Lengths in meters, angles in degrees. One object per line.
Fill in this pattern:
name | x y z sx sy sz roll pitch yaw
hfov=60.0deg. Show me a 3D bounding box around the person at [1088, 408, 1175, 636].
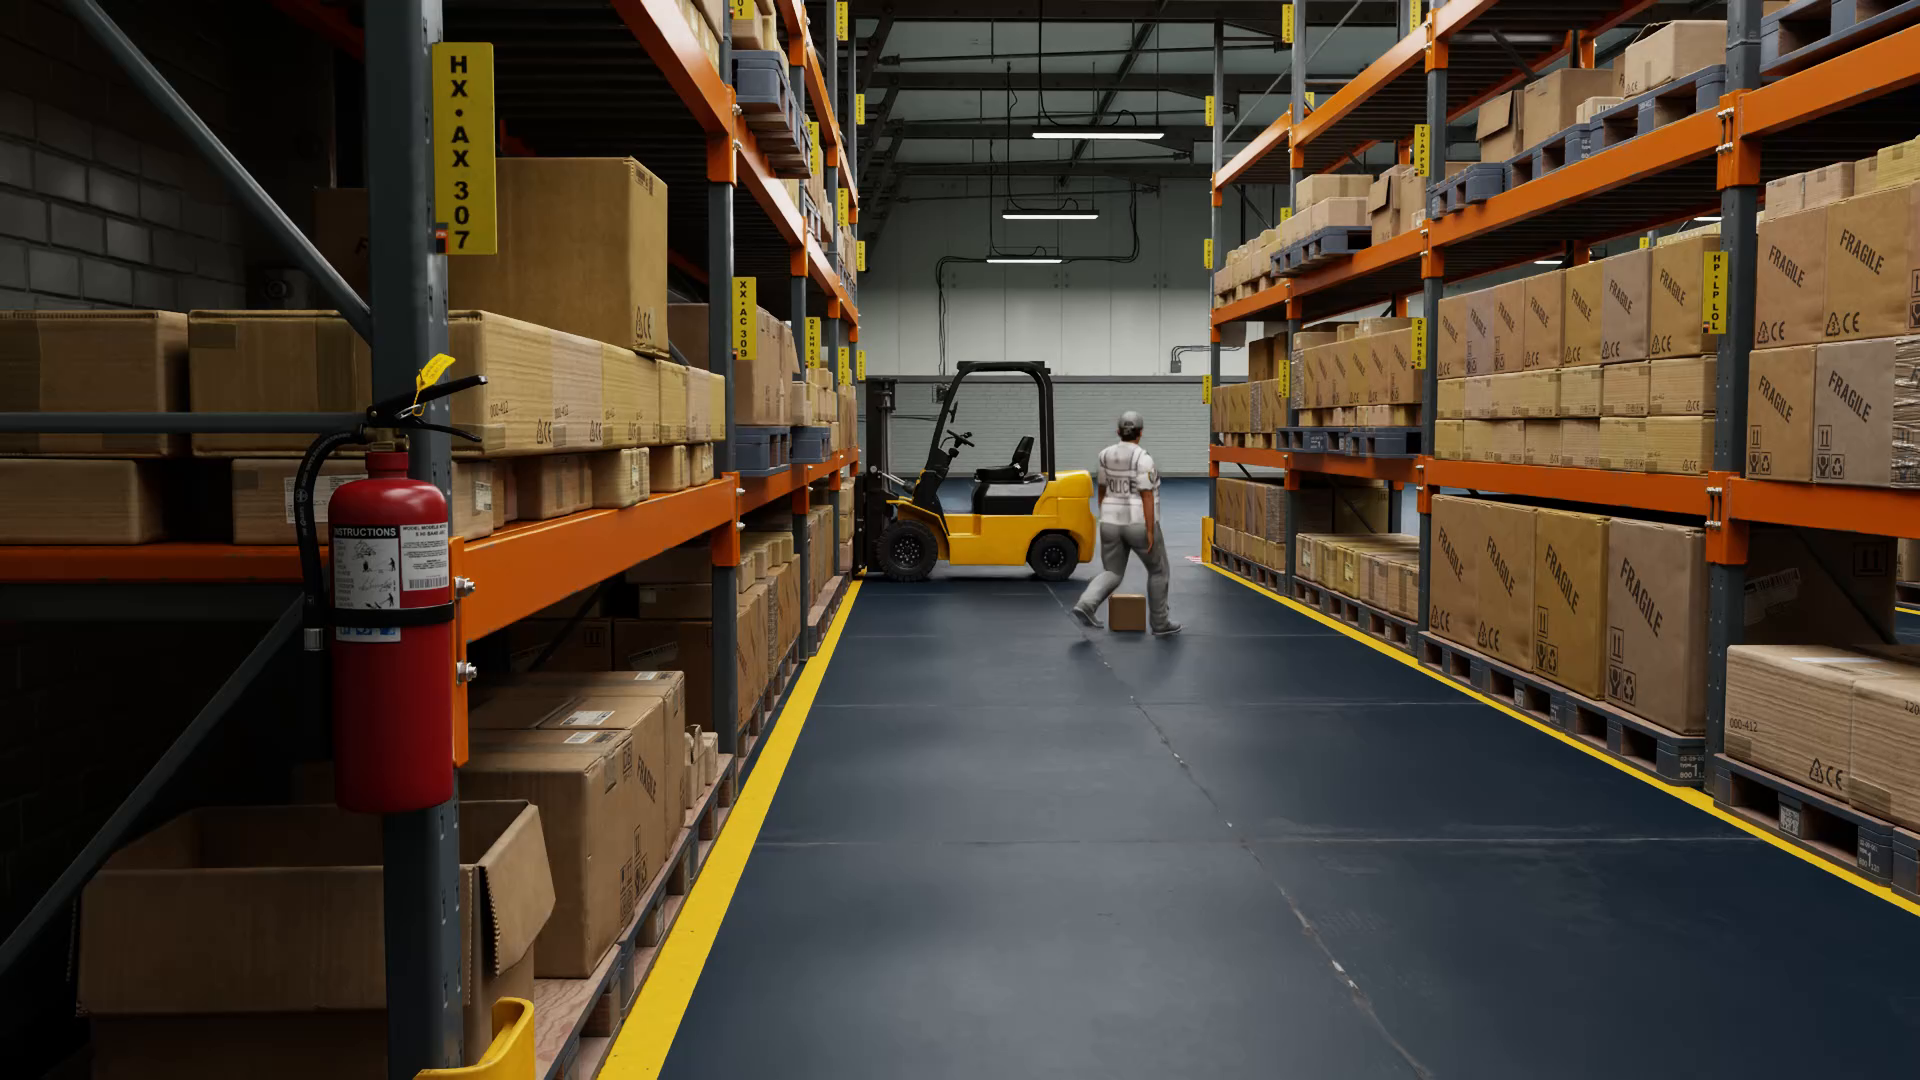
person | 1.268 -0.123 11.892 0.504 1.631 0.749 2 4 31
